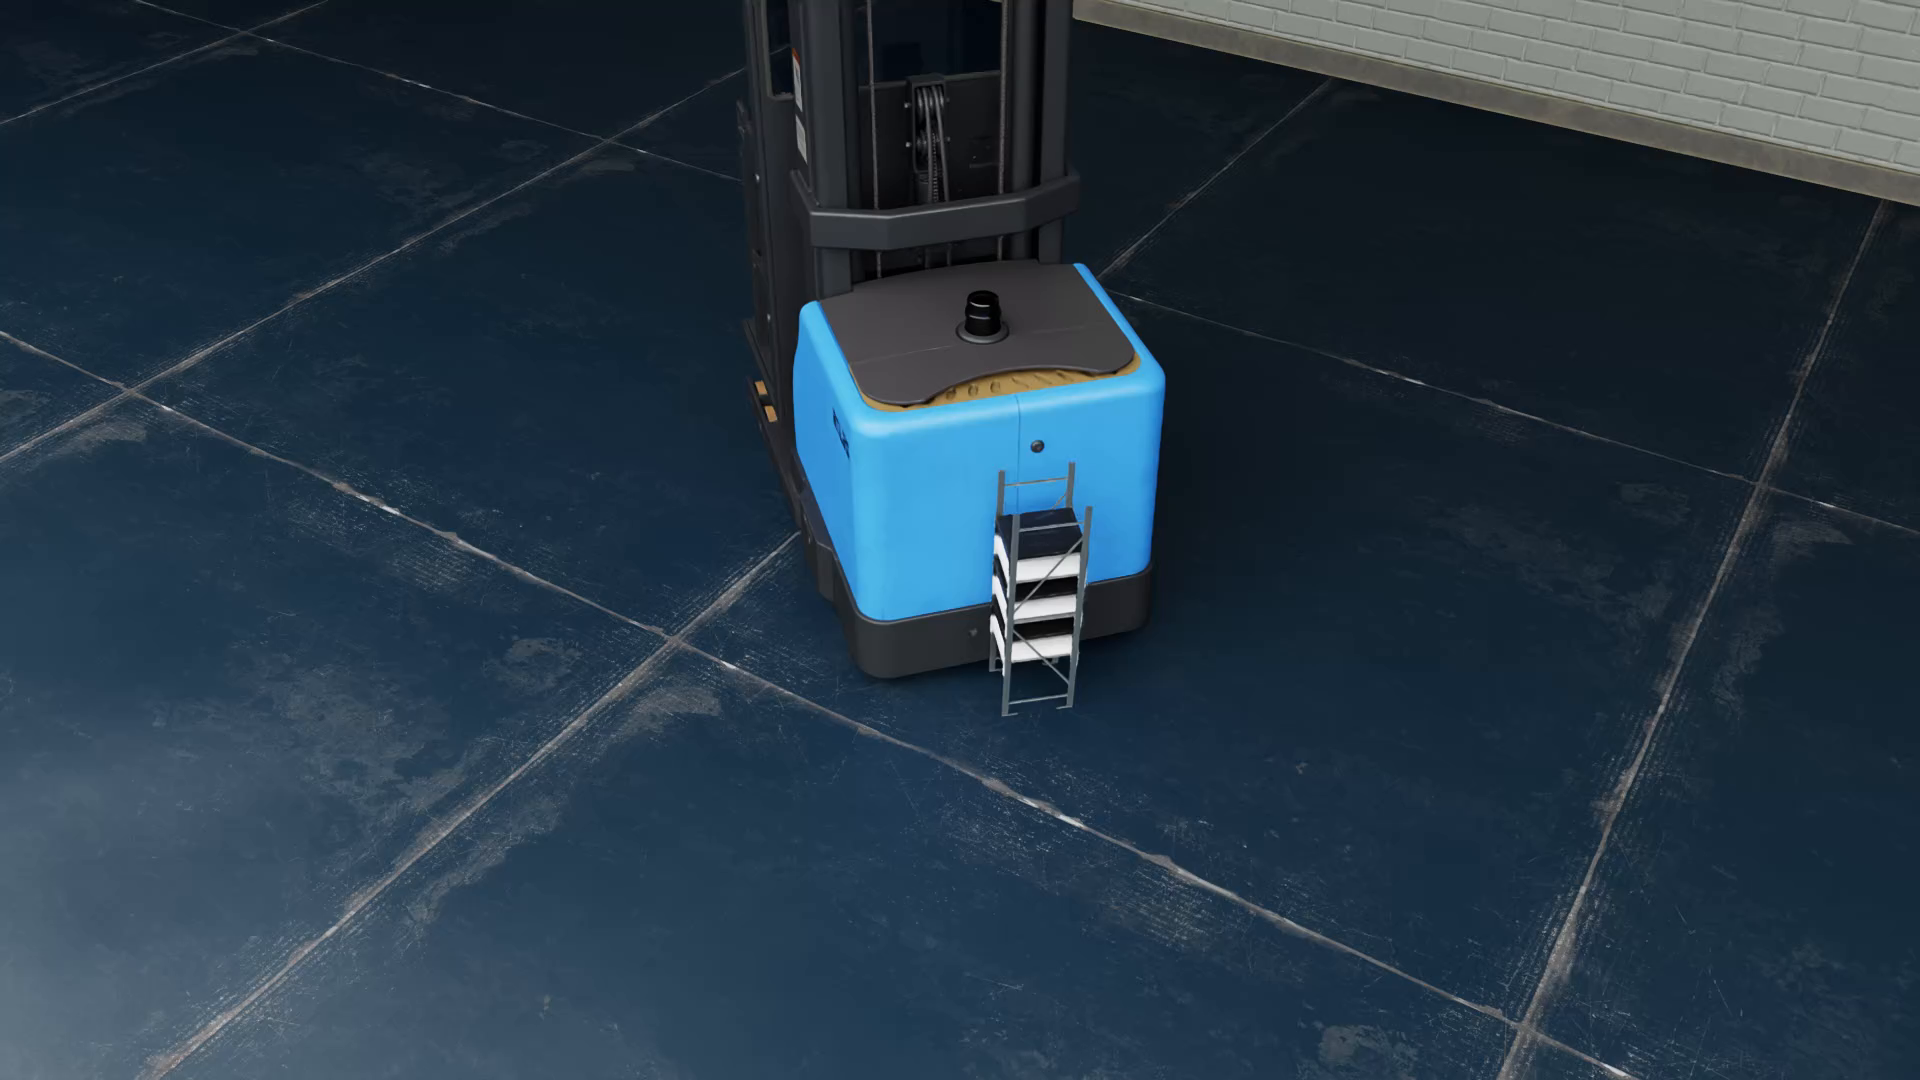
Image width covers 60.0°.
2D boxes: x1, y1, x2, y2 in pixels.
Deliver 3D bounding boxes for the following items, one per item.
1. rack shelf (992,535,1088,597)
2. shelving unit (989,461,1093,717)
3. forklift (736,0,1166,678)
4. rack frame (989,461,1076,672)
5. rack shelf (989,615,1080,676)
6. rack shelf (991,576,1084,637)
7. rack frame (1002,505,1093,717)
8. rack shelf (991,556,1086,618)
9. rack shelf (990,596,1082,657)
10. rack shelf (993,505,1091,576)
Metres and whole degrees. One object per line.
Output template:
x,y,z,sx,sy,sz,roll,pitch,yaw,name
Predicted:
0.248,0.066,5.174,0.258,0.077,0.200,-7,44,-9,rack shelf
0.245,0.173,5.275,0.258,0.900,0.210,-7,44,-9,shelving unit
-0.247,-1.604,5.930,1.130,2.935,3.031,-10,39,-13,forklift
0.225,0.104,5.347,0.240,0.900,0.006,-7,44,-9,rack frame
0.241,0.328,5.421,0.258,0.077,0.200,-7,44,-9,rack shelf
0.244,0.197,5.297,0.258,0.077,0.200,-7,44,-9,rack shelf
0.265,0.241,5.202,0.240,0.900,0.006,-7,44,-9,rack frame
0.246,0.131,5.236,0.258,0.077,0.200,-7,44,-9,rack shelf
0.243,0.262,5.359,0.258,0.077,0.200,-7,44,-9,rack shelf
0.250,0.000,5.112,0.258,0.077,0.200,-7,44,-9,rack shelf
